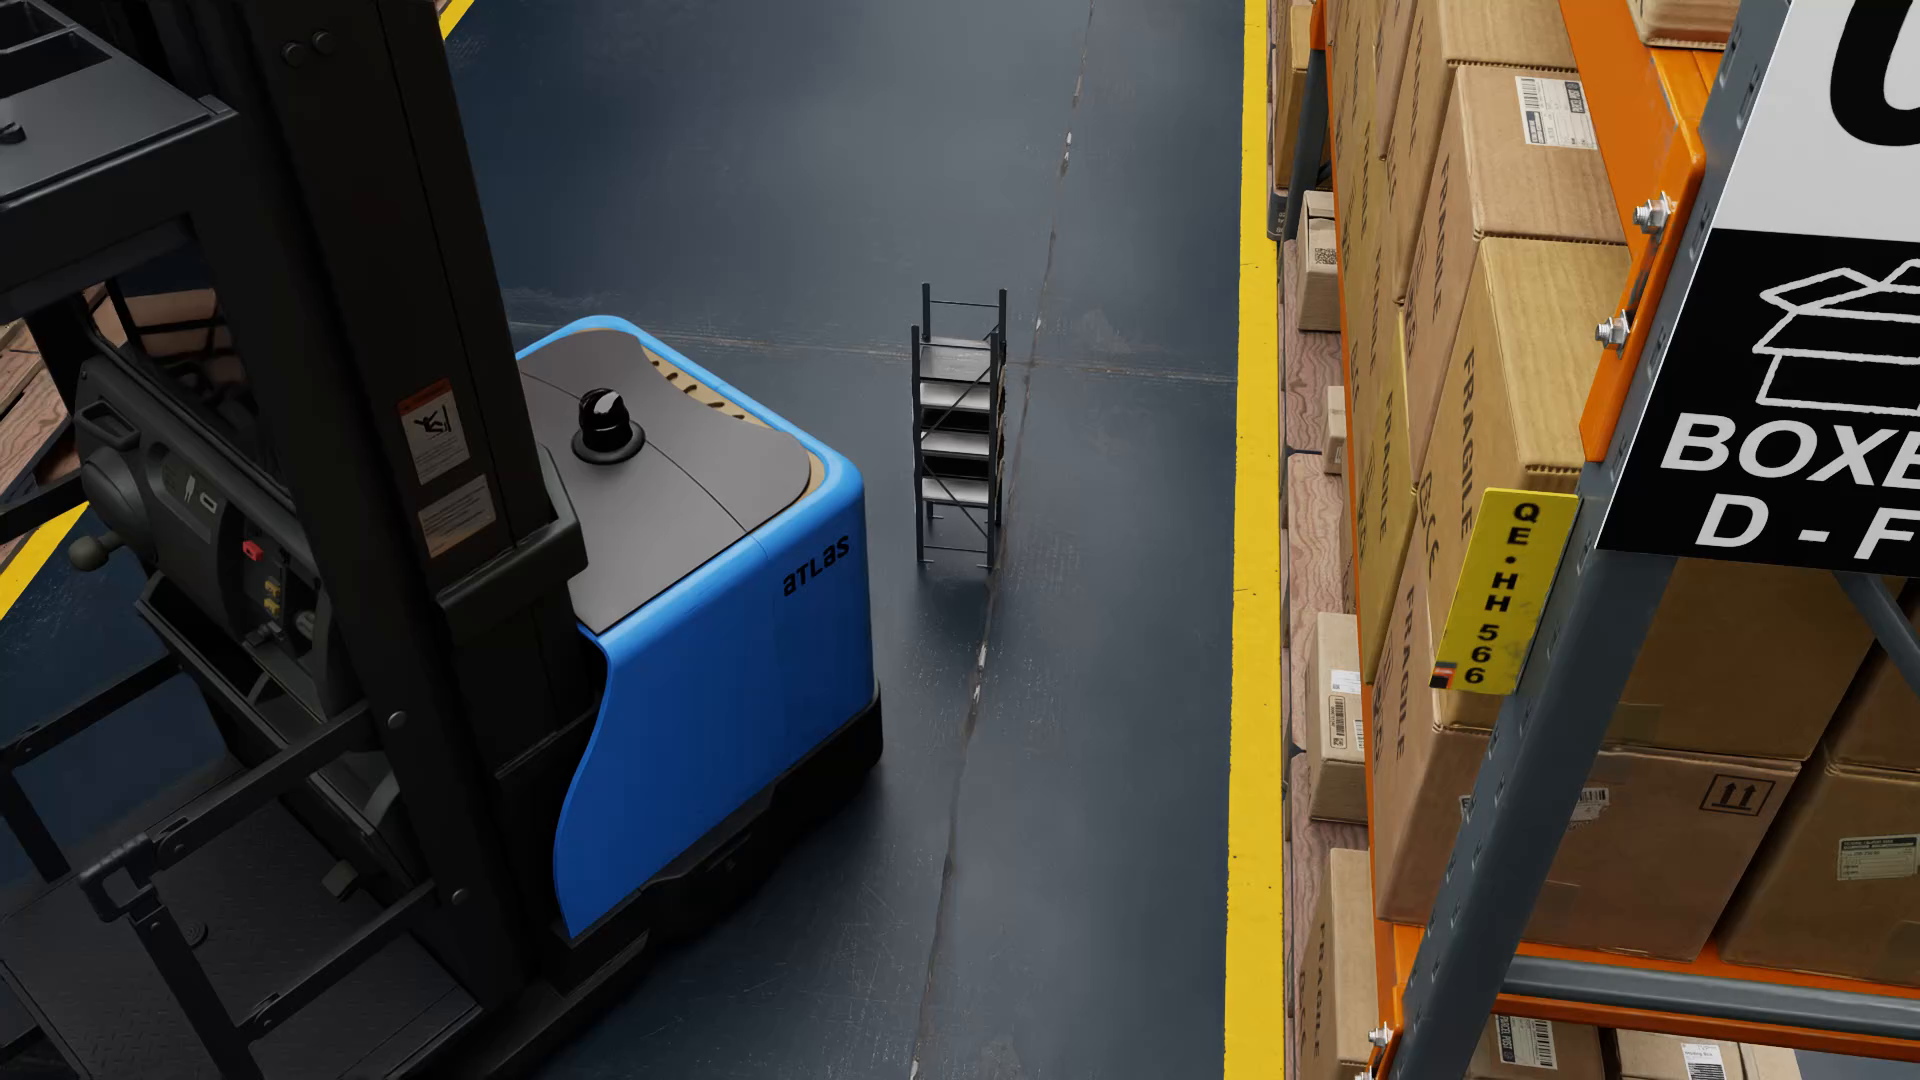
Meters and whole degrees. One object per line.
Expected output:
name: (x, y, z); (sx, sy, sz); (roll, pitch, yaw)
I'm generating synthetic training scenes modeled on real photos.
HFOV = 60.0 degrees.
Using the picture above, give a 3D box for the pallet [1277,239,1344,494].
pallet: (1.609, -0.580, 5.709); (1.003, 0.211, 1.213); (5, 44, 6)

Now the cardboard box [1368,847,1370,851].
cardboard box: (1.143, 0.874, 3.886); (0.380, 0.166, 0.250); (5, 44, 6)

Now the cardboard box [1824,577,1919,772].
cardboard box: (1.492, -0.012, 2.281); (0.500, 0.500, 0.500); (6, 44, 7)

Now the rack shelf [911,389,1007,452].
rack shelf: (-0.001, -0.362, 4.896); (0.258, 0.077, 0.200); (5, 44, 6)

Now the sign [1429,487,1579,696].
sign: (0.625, 0.066, 1.926); (0.100, 0.325, 0.005); (5, 44, 6)

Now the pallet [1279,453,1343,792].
pallet: (1.451, 0.254, 4.828); (1.003, 0.211, 1.213); (5, 44, 6)

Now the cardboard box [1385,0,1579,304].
cardboard box: (1.089, -0.760, 3.071); (0.500, 0.500, 0.500); (6, 44, 7)

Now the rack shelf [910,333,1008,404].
rack shelf: (-0.001, -0.493, 4.772); (0.258, 0.077, 0.200); (5, 44, 6)

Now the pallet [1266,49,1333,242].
pallet: (1.771, -1.606, 6.792); (1.003, 0.211, 1.213); (5, 44, 6)

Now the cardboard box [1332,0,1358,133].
cardboard box: (1.299, -1.425, 4.500); (0.500, 0.500, 0.500); (6, 44, 6)

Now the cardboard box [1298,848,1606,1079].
cardboard box: (1.000, 1.021, 3.488); (0.500, 0.500, 0.500); (5, 44, 6)

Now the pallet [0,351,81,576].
pallet: (-3.426, -0.162, 5.268); (1.003, 0.211, 1.213); (5, 44, 6)

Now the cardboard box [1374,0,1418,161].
cardboard box: (1.156, -1.110, 3.441); (0.500, 0.500, 0.500); (6, 44, 7)

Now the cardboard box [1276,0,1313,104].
cardboard box: (1.556, -2.011, 6.690); (0.500, 0.500, 0.500); (5, 44, 6)

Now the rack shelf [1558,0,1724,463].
rack shelf: (1.437, -1.525, 3.021); (1.077, 0.370, 4.000); (5, 44, 6)

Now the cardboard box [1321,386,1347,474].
cardboard box: (1.327, -0.334, 5.162); (0.380, 0.166, 0.250); (5, 44, 6)

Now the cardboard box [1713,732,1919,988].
cardboard box: (1.492, 0.351, 2.625); (0.500, 0.500, 0.500); (6, 44, 6)

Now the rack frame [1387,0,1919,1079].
rack frame: (1.172, 0.666, 2.365); (1.000, 3.000, 0.127); (5, 44, 6)

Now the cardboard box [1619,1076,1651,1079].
cardboard box: (1.568, 1.287, 3.463); (0.380, 0.149, 0.250); (5, 44, 6)

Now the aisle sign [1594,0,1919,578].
aisle sign: (0.860, -0.260, 1.452); (0.394, 0.787, 0.004); (5, 44, 6)

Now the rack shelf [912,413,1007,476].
rack shelf: (-0.001, -0.297, 4.958); (0.258, 0.077, 0.200); (5, 44, 6)

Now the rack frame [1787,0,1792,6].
rack frame: (1.172, -1.513, 0.303); (1.000, 3.000, 0.127); (5, 44, 6)

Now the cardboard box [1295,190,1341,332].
cardboard box: (1.431, -0.977, 5.736); (0.500, 0.311, 0.500); (5, 44, 6)

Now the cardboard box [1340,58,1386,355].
cardboard box: (1.165, -0.737, 3.774); (0.500, 0.500, 0.500); (5, 44, 5)

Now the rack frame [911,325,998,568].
rack frame: (-0.015, -0.252, 4.862); (0.240, 0.900, 0.006); (5, 44, 6)

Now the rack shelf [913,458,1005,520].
rack shelf: (-0.001, -0.166, 5.081); (0.258, 0.077, 0.200); (5, 44, 6)

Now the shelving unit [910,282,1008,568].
shelving unit: (-0.001, -0.321, 4.935); (0.258, 0.900, 0.210); (5, 44, 6)

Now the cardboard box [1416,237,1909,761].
cardboard box: (0.959, -0.062, 2.334); (0.500, 0.500, 0.500); (5, 44, 5)

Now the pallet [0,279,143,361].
pallet: (-3.267, -0.996, 6.148); (1.003, 0.211, 1.213); (5, 44, 6)

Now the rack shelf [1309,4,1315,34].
rack shelf: (1.966, -3.162, 6.931); (1.077, 0.370, 4.000); (5, 44, 6)

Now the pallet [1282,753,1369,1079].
pallet: (1.287, 1.083, 3.953); (1.003, 0.211, 1.213); (5, 44, 6)

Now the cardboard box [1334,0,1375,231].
cardboard box: (1.231, -1.084, 4.141); (0.500, 0.500, 0.500); (5, 44, 5)

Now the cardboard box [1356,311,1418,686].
cardboard box: (1.027, -0.054, 3.053); (0.500, 0.500, 0.500); (6, 44, 6)

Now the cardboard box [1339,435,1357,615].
cardboard box: (1.458, -0.033, 4.599); (0.797, 0.503, 0.637); (5, 44, 6)

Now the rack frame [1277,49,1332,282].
rack frame: (1.701, -2.060, 5.244); (1.000, 3.000, 0.127); (5, 44, 6)

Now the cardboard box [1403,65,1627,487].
cardboard box: (1.025, -0.406, 2.698); (0.500, 0.500, 0.500); (6, 44, 7)

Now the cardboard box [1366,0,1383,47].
cardboard box: (1.224, -1.462, 3.813); (0.500, 0.500, 0.500); (4, 44, 4)

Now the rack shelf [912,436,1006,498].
rack shelf: (-0.001, -0.232, 5.020); (0.258, 0.077, 0.200); (5, 44, 6)

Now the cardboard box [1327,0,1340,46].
cardboard box: (1.364, -1.774, 4.869); (0.500, 0.500, 0.500); (6, 44, 7)

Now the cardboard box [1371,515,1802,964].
cardboard box: (0.962, 0.299, 2.679); (0.500, 0.500, 0.500); (6, 44, 7)

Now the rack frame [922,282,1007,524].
rack frame: (0.012, -0.391, 5.008); (0.240, 0.900, 0.006); (5, 44, 6)

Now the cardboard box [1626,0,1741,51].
cardboard box: (0.979, -0.743, 1.781); (0.500, 0.250, 0.500); (5, 44, 6)

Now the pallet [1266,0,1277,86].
pallet: (1.930, -2.439, 7.673); (1.003, 0.211, 1.213); (5, 44, 6)

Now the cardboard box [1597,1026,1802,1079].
cardboard box: (1.601, 1.110, 3.637); (0.380, 0.166, 0.250); (5, 44, 6)

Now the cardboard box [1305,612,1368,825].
cardboard box: (1.155, 0.467, 4.255); (0.500, 0.250, 0.500); (5, 44, 6)

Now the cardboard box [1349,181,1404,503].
cardboard box: (1.098, -0.394, 3.412); (0.500, 0.500, 0.500); (6, 44, 6)

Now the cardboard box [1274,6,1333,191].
cardboard box: (1.482, -1.675, 6.335); (0.500, 0.500, 0.500); (5, 44, 5)

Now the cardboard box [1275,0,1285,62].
cardboard box: (1.623, -2.353, 7.051); (0.500, 0.500, 0.500); (6, 44, 6)

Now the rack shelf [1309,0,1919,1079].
rack shelf: (1.437, -0.436, 4.052); (1.077, 0.370, 4.000); (5, 44, 6)

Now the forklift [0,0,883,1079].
forklift: (-1.576, 0.074, 3.040); (1.130, 2.935, 3.031); (32, 52, 29)

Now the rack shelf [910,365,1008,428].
rack shelf: (-0.001, -0.428, 4.834); (0.258, 0.077, 0.200); (5, 44, 6)

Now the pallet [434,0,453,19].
pallet: (-2.906, -2.857, 8.113); (1.003, 0.211, 1.213); (5, 44, 6)
